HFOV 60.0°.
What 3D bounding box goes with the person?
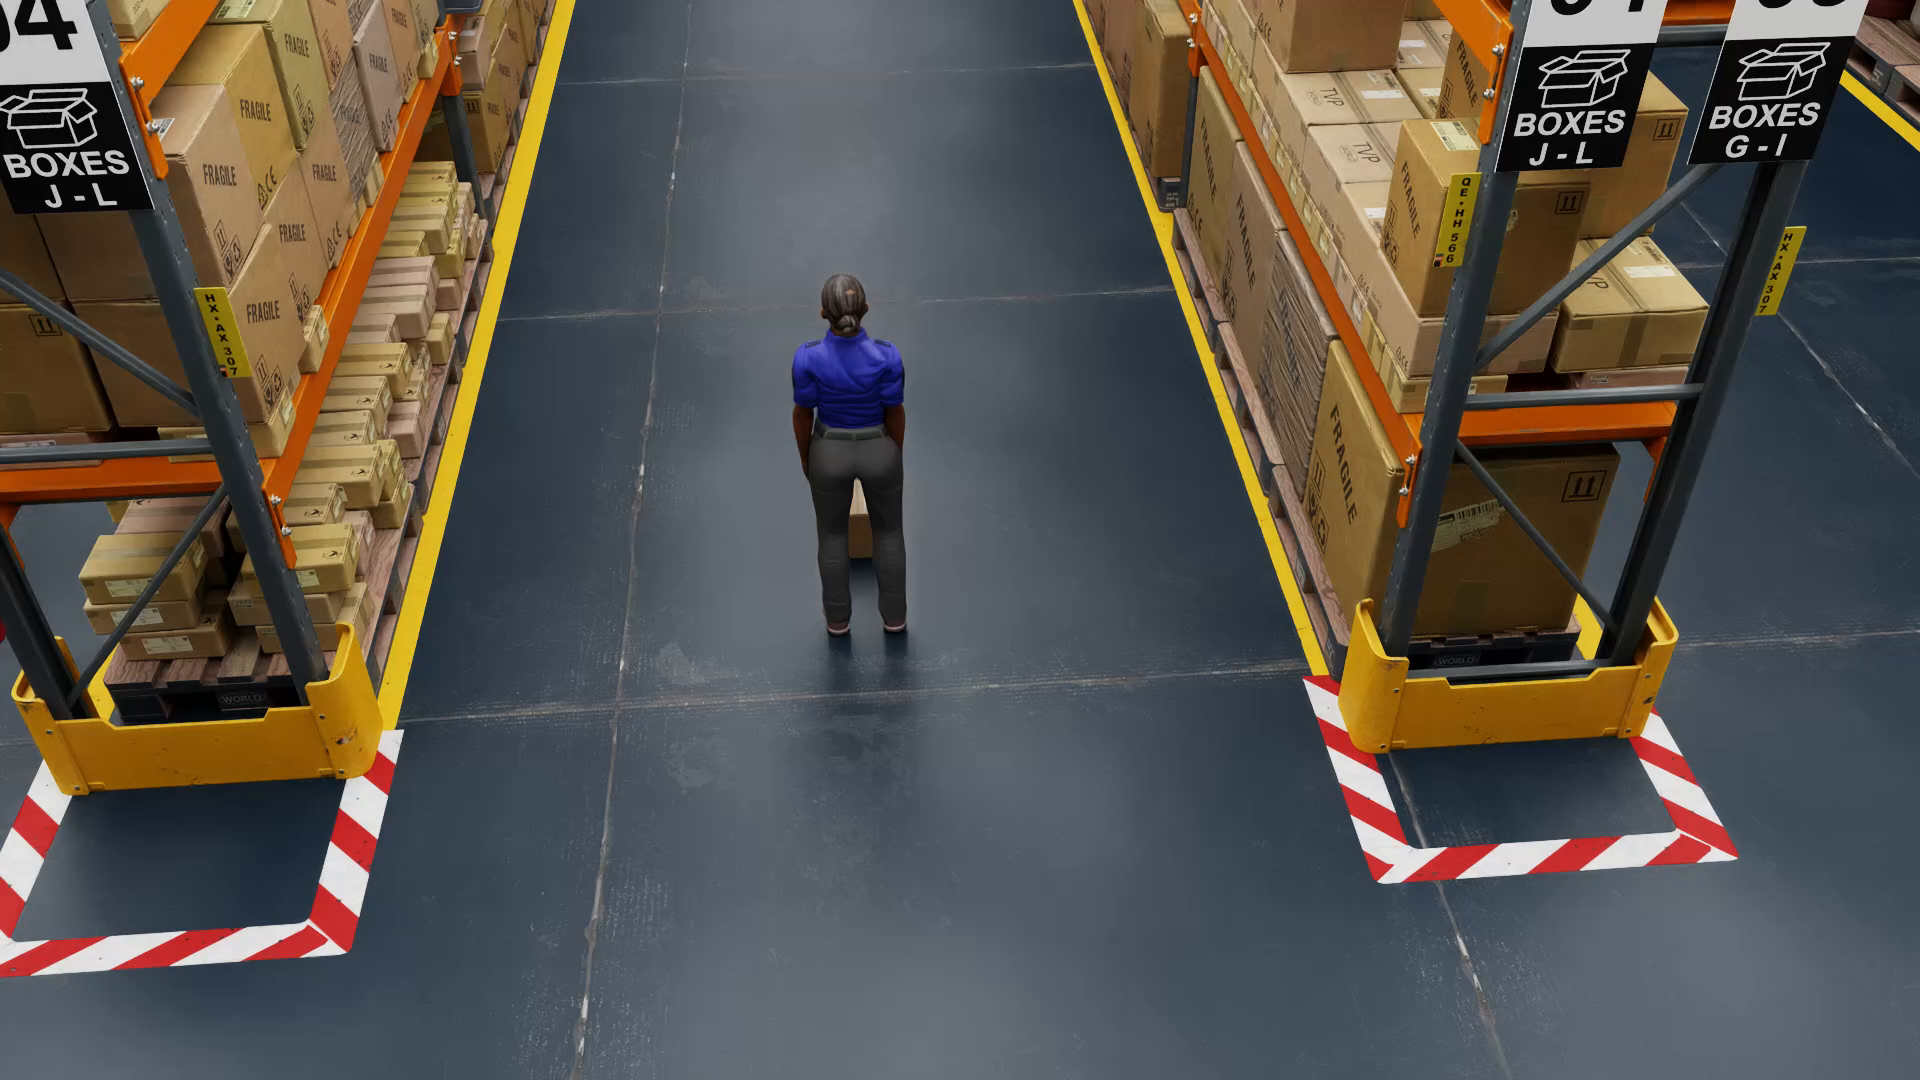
[{"bbox_3d":[-0.428,-0.320,6.558,0.437,1.663,0.299,-2,39,-3],"label":"person"}]
